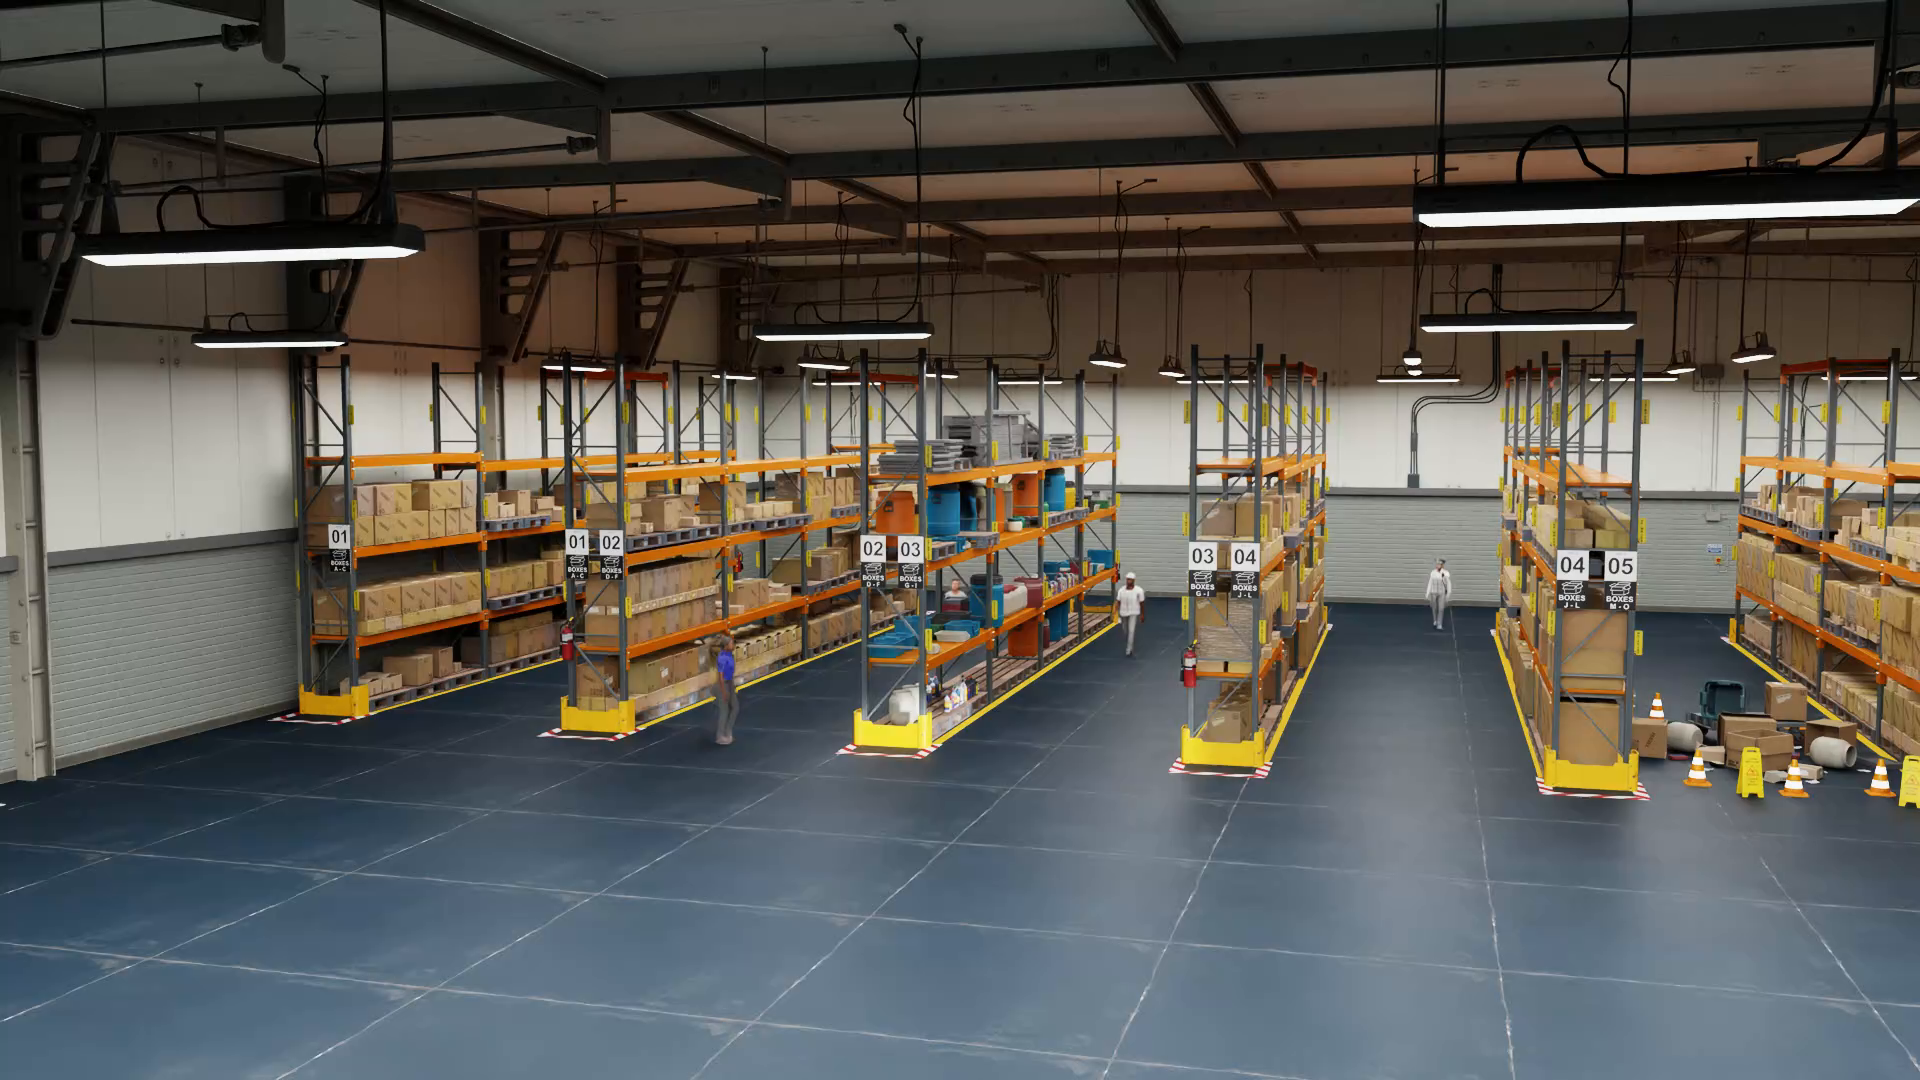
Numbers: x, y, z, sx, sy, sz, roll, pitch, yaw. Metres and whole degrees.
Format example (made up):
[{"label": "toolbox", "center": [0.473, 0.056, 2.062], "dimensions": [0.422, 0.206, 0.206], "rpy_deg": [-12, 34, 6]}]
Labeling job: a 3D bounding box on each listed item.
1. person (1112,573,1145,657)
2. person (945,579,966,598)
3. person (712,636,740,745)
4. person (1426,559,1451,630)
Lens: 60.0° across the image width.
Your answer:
[{"label": "person", "center": [3.517, 1.546, 34.625], "dimensions": [0.624, 1.729, 1.013], "rpy_deg": [2, 5, 21]}, {"label": "person", "center": [-0.124, 1.635, 34.342], "dimensions": [0.529, 1.663, 0.932], "rpy_deg": [1, 4, 17]}, {"label": "person", "center": [-3.600, 2.308, 25.395], "dimensions": [0.340, 1.706, 0.570], "rpy_deg": [1, 4, 12]}, {"label": "person", "center": [11.240, 1.251, 39.042], "dimensions": [0.556, 1.638, 0.948], "rpy_deg": [2, 5, 20]}]
